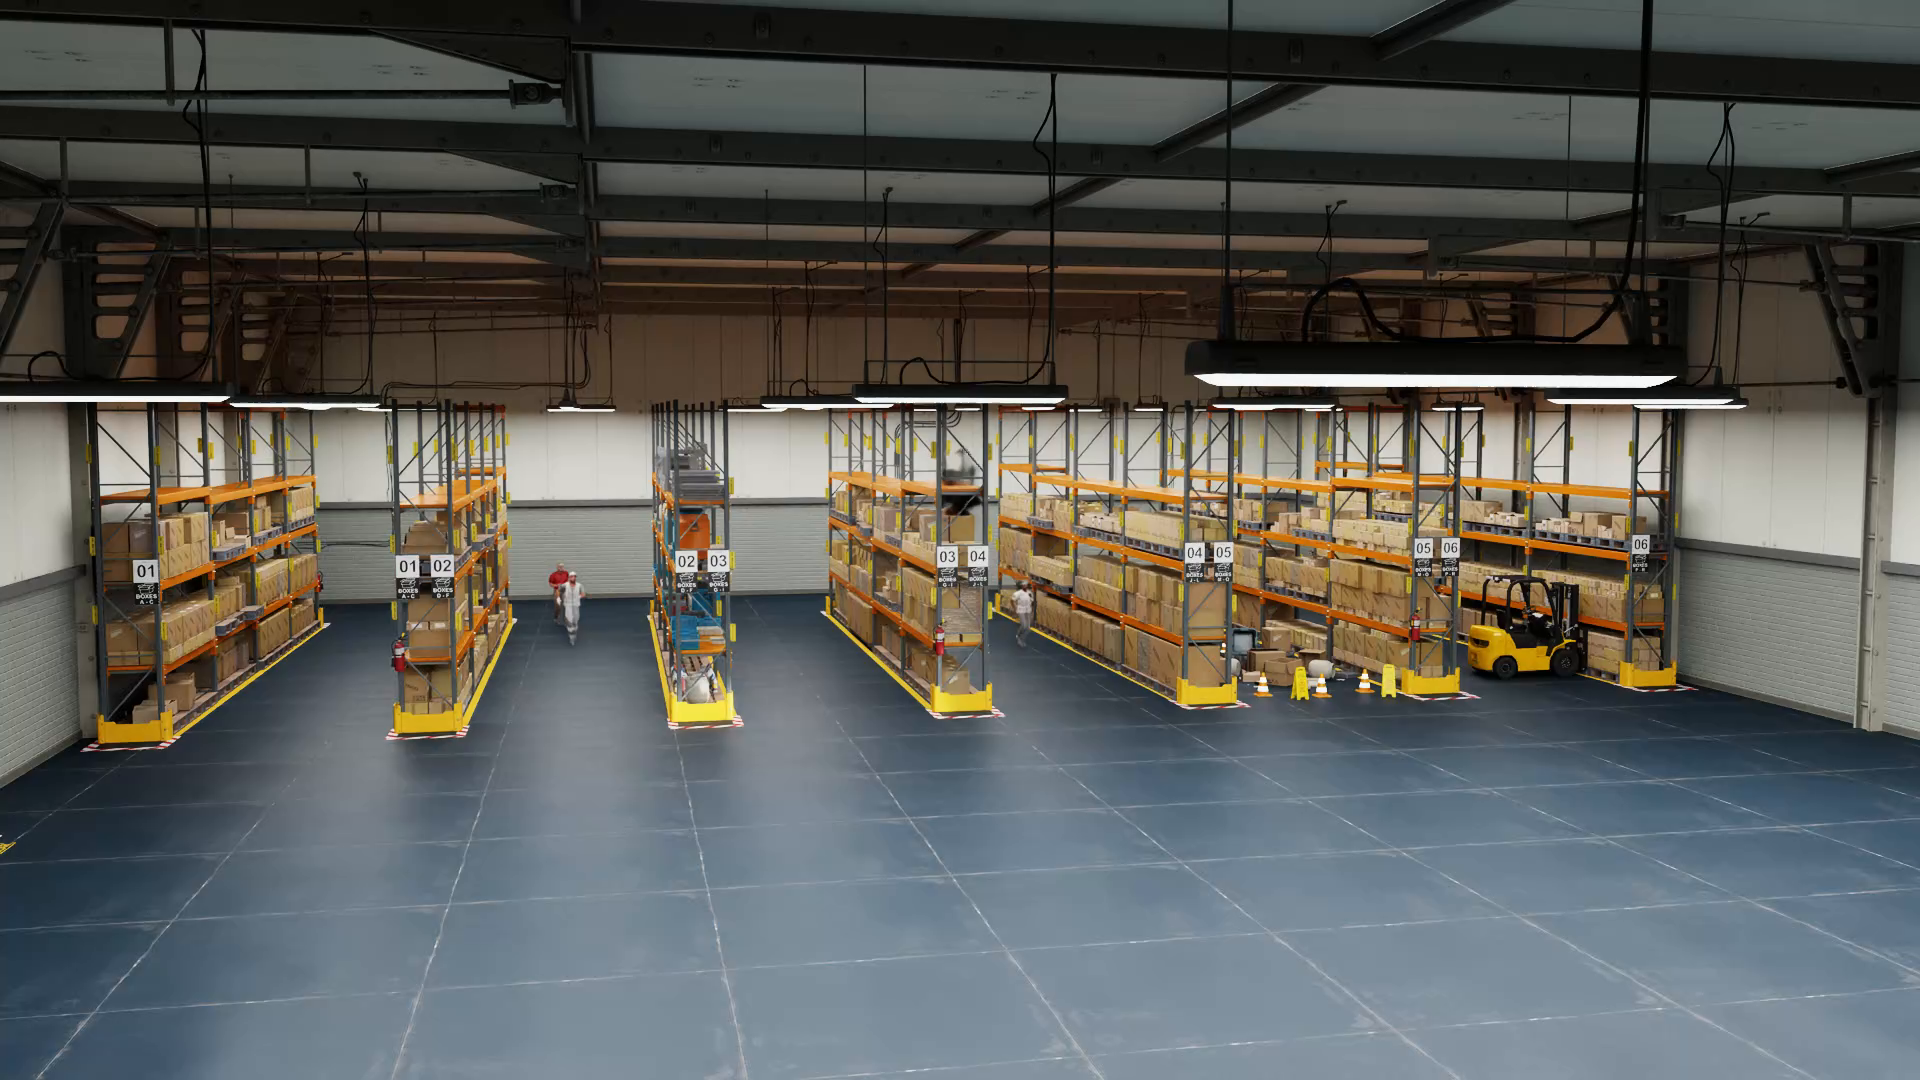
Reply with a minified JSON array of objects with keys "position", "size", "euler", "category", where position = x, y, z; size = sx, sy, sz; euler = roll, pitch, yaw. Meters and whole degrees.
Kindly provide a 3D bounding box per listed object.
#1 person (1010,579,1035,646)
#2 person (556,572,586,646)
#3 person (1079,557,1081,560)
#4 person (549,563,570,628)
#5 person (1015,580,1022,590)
[{"position":[1.589,1.795,40.887],"size":[0.552,1.660,0.633],"euler":[-2,5,-24],"category":"person"},{"position":[-9.710,1.693,41.568],"size":[0.682,1.825,0.883],"euler":[-2,5,-23],"category":"person"},{"position":[3.505,1.307,47.815],"size":[0.614,1.653,0.517],"euler":[-1,4,-16],"category":"person"},{"position":[-10.794,1.496,44.897],"size":[0.609,1.786,0.881],"euler":[-2,5,-24],"category":"person"},{"position":[1.934,1.105,50.019],"size":[0.664,1.705,0.781],"euler":[1,5,17],"category":"person"}]
